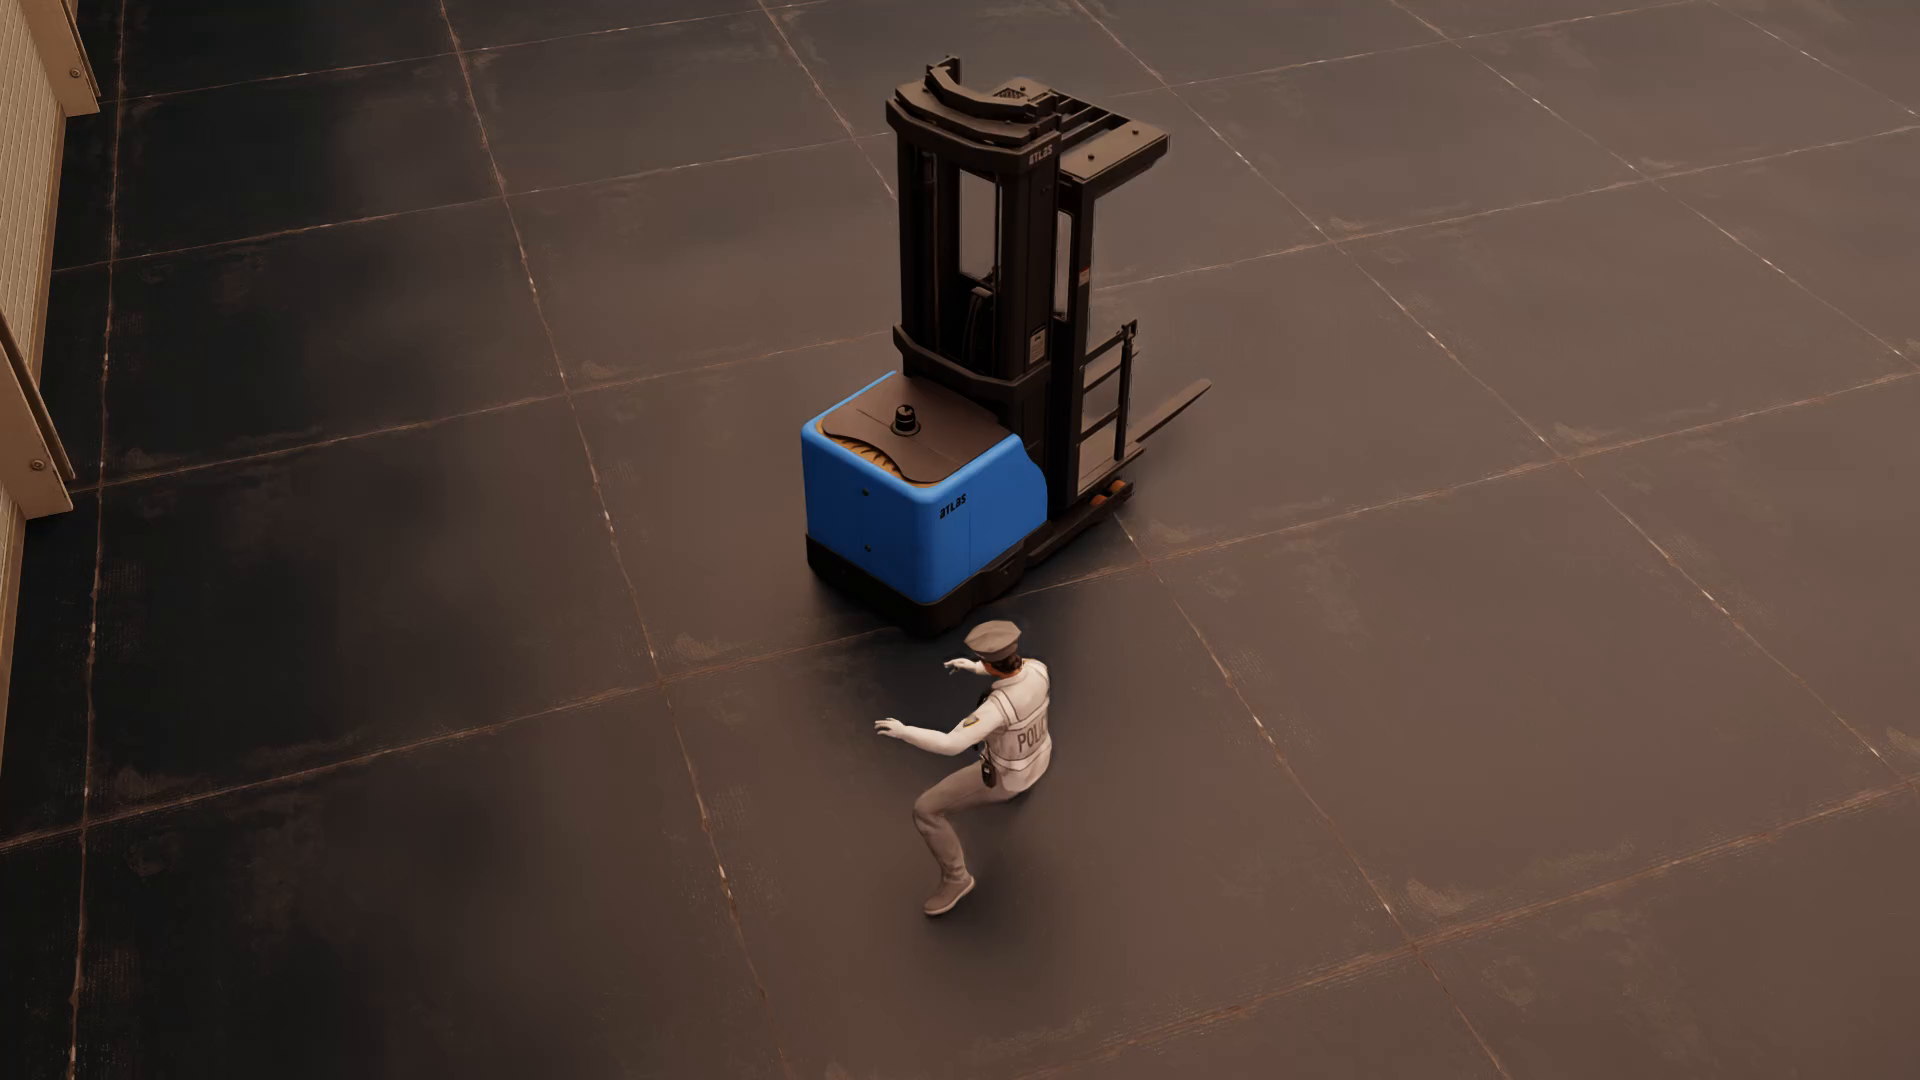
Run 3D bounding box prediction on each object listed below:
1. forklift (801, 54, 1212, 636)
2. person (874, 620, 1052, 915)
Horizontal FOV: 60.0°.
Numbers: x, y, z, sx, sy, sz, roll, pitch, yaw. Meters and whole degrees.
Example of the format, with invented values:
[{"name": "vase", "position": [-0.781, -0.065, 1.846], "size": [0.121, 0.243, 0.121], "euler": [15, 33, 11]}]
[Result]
[{"name": "forklift", "position": [0.442, -1.438, 9.709], "size": [1.130, 2.935, 3.031], "euler": [30, 48, 31]}, {"name": "person", "position": [0.097, 0.970, 7.996], "size": [0.655, 1.447, 1.115], "euler": [26, 47, 28]}]
